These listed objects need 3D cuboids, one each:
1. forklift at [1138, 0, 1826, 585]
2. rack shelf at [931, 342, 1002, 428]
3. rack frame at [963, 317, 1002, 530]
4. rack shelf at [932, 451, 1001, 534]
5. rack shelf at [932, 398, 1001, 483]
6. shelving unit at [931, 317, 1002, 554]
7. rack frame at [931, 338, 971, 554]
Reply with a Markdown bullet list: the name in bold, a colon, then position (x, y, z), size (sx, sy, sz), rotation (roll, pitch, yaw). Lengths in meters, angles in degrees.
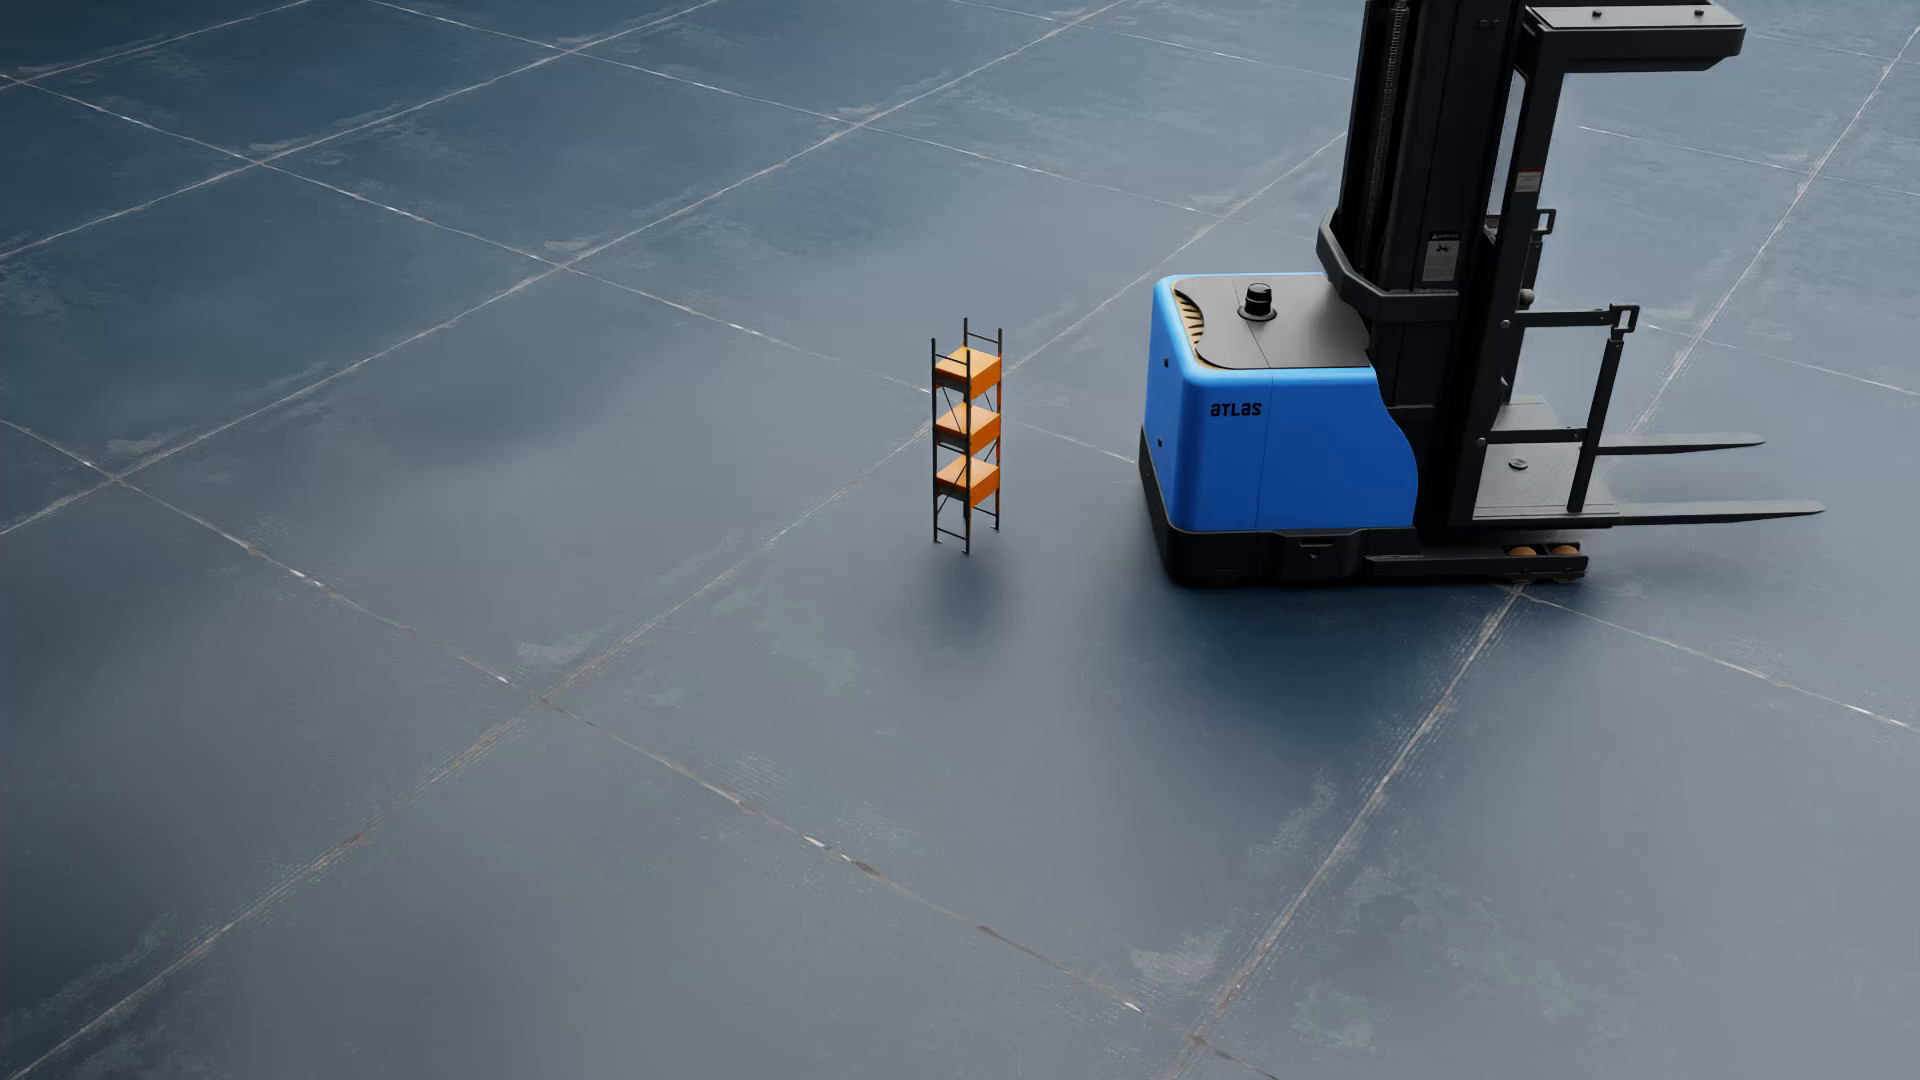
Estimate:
- **forklift**: position (2.408, -1.313, 7.076), size (3.031, 2.935, 1.130), rotation (-1, 34, -2)
- **rack shelf**: position (0.031, -0.686, 7.339), size (0.215, 0.259, 0.240), rotation (21, 39, 28)
- **rack frame**: position (0.100, -0.516, 7.575), size (0.200, 1.050, 0.008), rotation (21, 39, 28)
- **rack shelf**: position (0.031, -0.221, 7.654), size (0.215, 0.259, 0.240), rotation (21, 39, 28)
- **rack shelf**: position (0.031, -0.451, 7.498), size (0.215, 0.259, 0.240), rotation (21, 39, 28)
- **shelving unit**: position (0.031, -0.460, 7.492), size (0.215, 1.050, 0.252), rotation (21, 39, 28)
- **rack frame**: position (-0.039, -0.403, 7.409), size (0.200, 1.050, 0.008), rotation (21, 39, 28)
